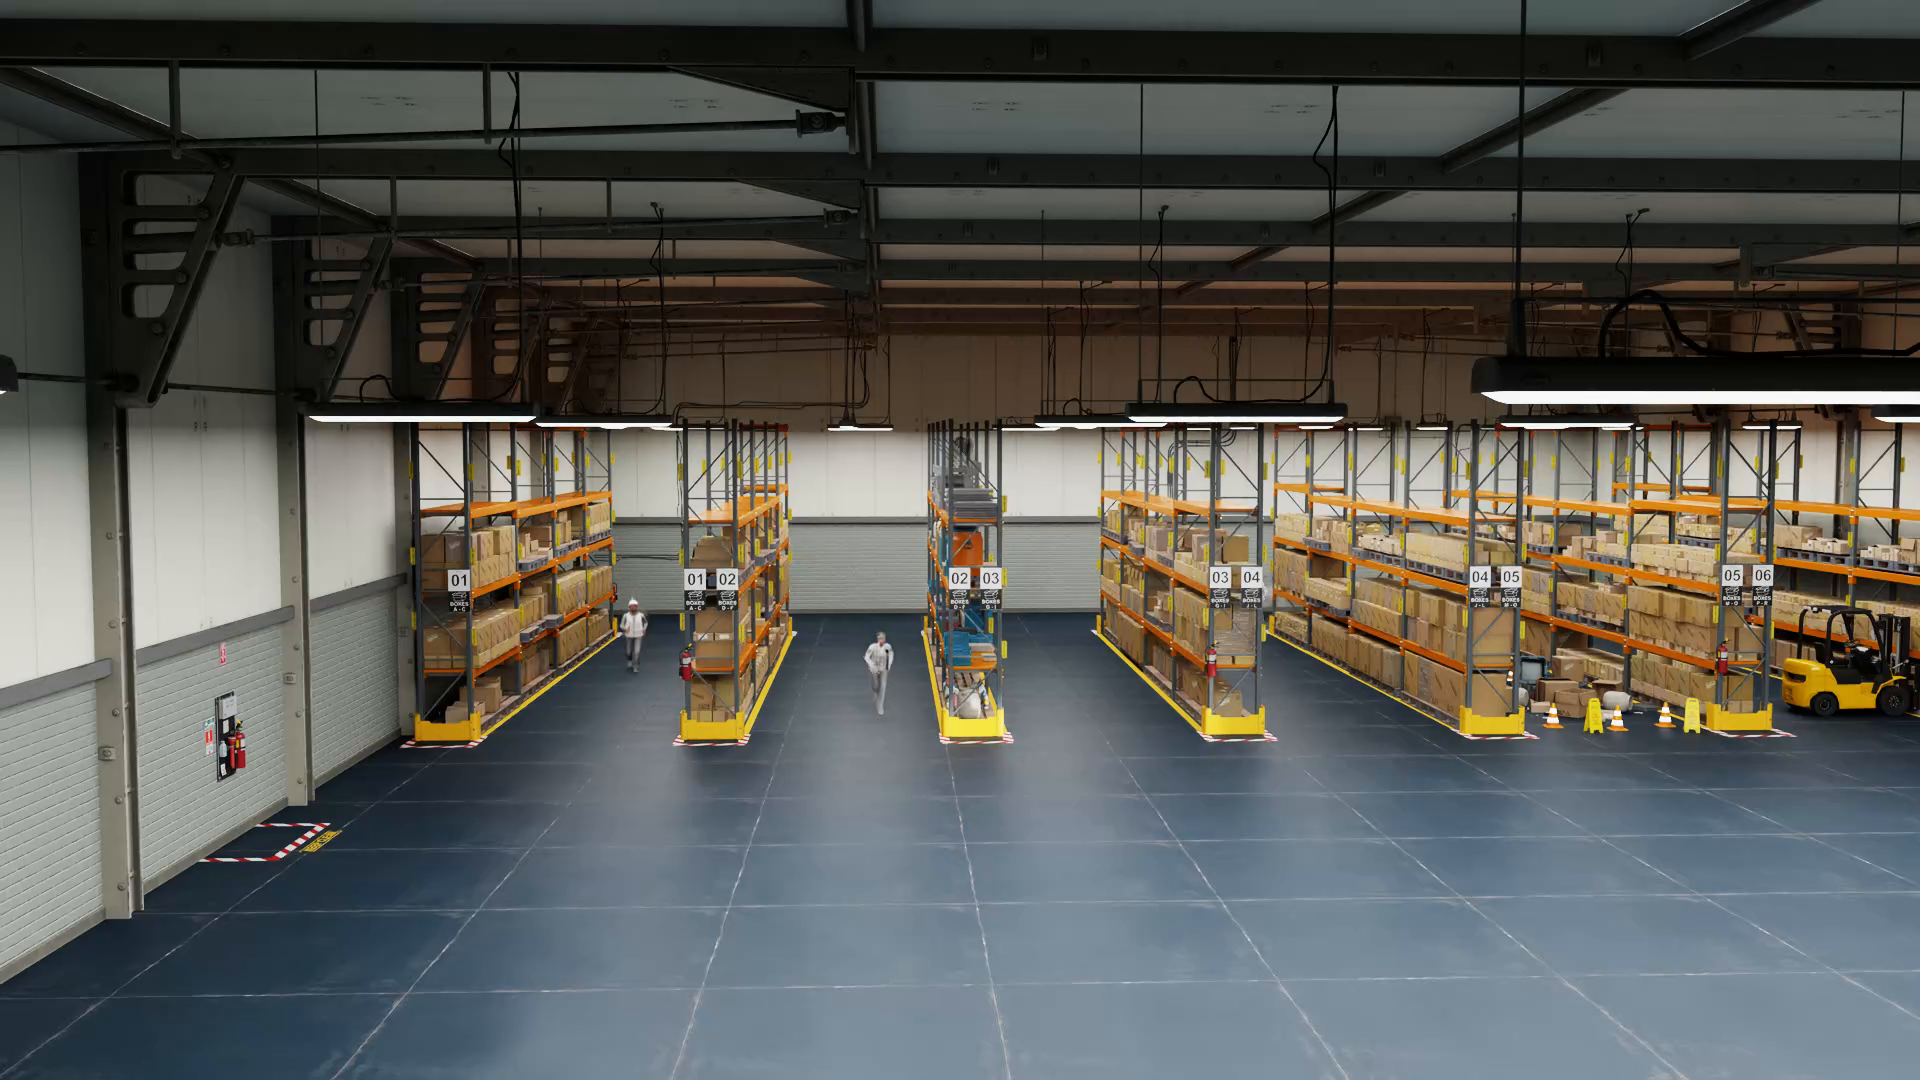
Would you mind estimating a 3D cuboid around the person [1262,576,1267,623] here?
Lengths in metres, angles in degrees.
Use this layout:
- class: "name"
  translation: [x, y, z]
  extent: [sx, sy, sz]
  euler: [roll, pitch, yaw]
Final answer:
- class: "person"
  translation: [8.614, 1.774, 48.652]
  extent: [0.853, 1.673, 0.664]
  euler: [-1, 4, -10]

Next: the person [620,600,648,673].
- class: "person"
  translation: [-7.806, 2.306, 39.874]
  extent: [0.669, 1.733, 0.760]
  euler: [-1, 4, -11]

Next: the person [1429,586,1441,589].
- class: "person"
  translation: [14.326, 1.683, 49.419]
  extent: [0.863, 1.771, 0.657]
  euler: [-1, 4, -13]

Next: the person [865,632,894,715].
- class: "person"
  translation: [-1.671, 2.709, 34.370]
  extent: [0.618, 1.682, 1.024]
  euler: [-1, 4, -9]
